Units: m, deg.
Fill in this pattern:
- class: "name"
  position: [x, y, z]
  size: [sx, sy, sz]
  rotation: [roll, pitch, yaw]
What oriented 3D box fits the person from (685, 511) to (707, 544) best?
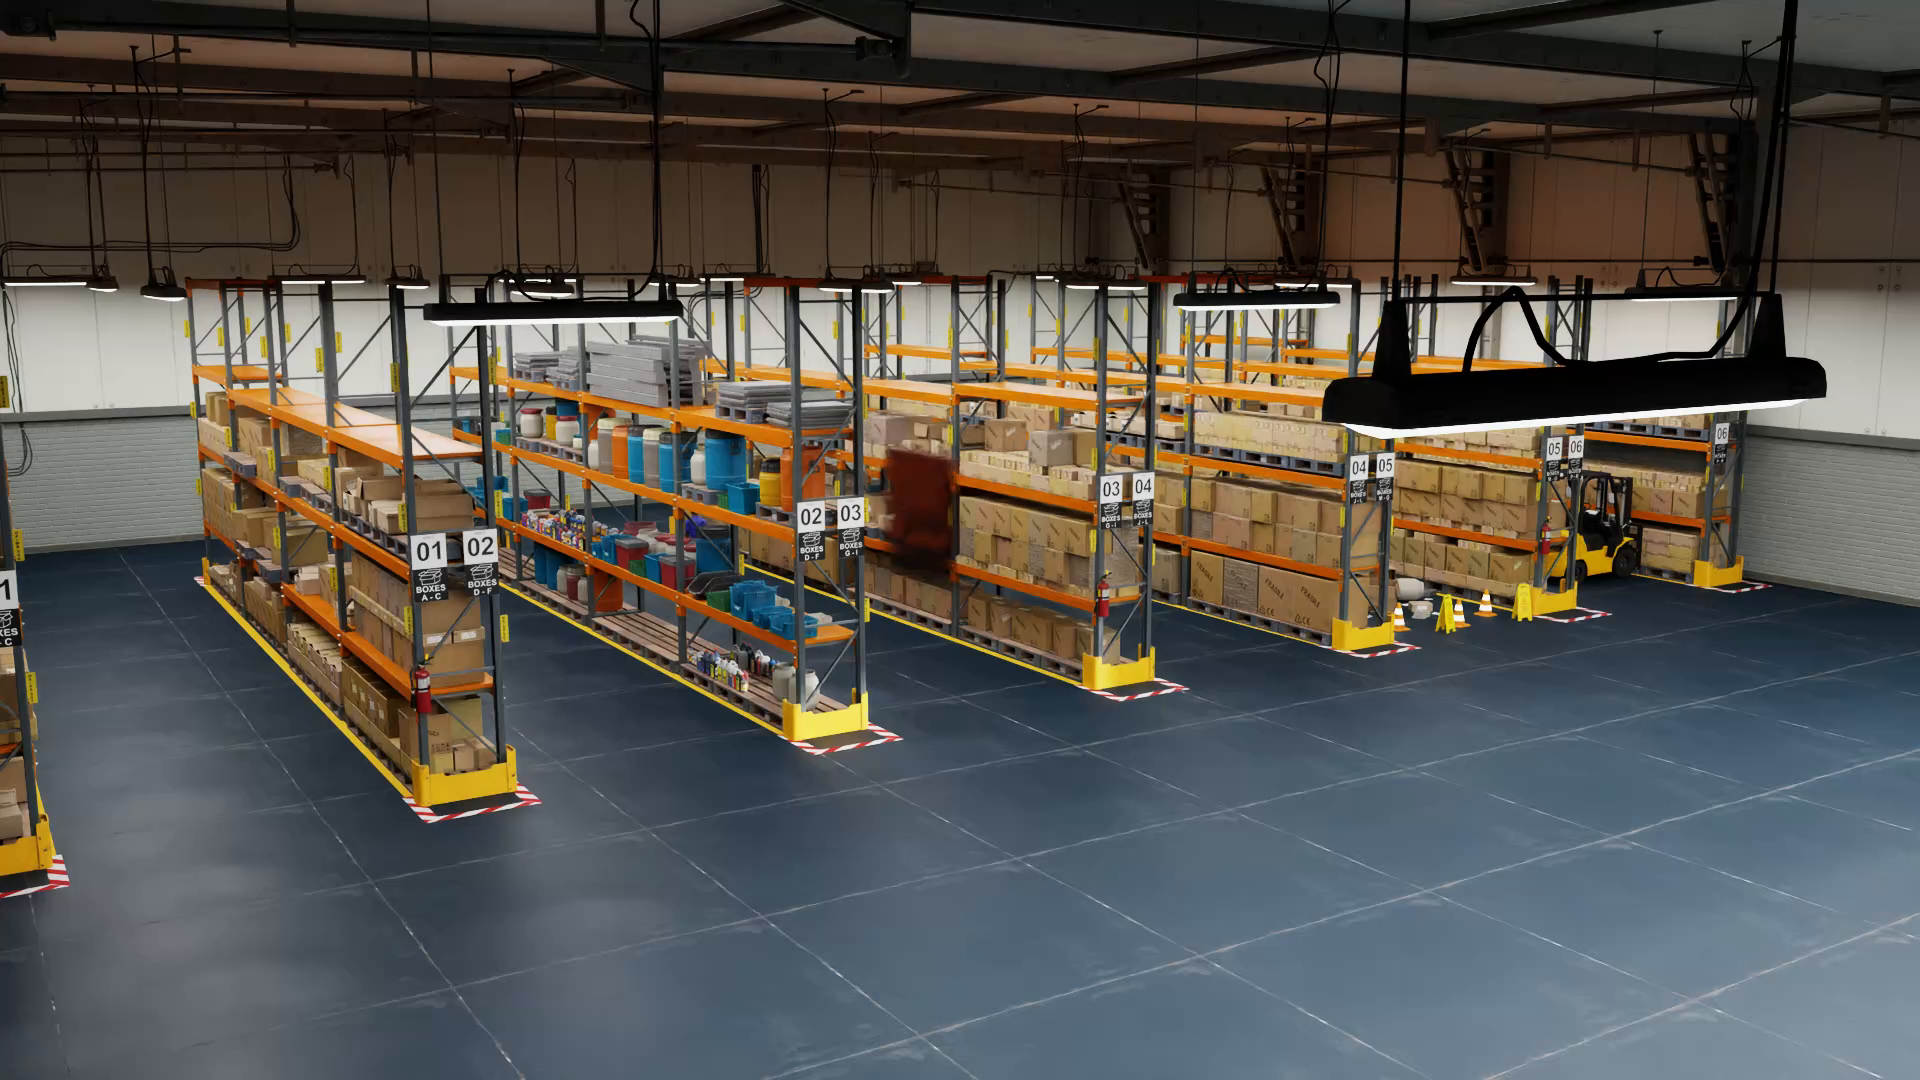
- class: "person"
  position: [-5.082, 0.194, 32.192]
  size: [0.489, 1.555, 0.459]
  rotation: [0, 10, -2]
